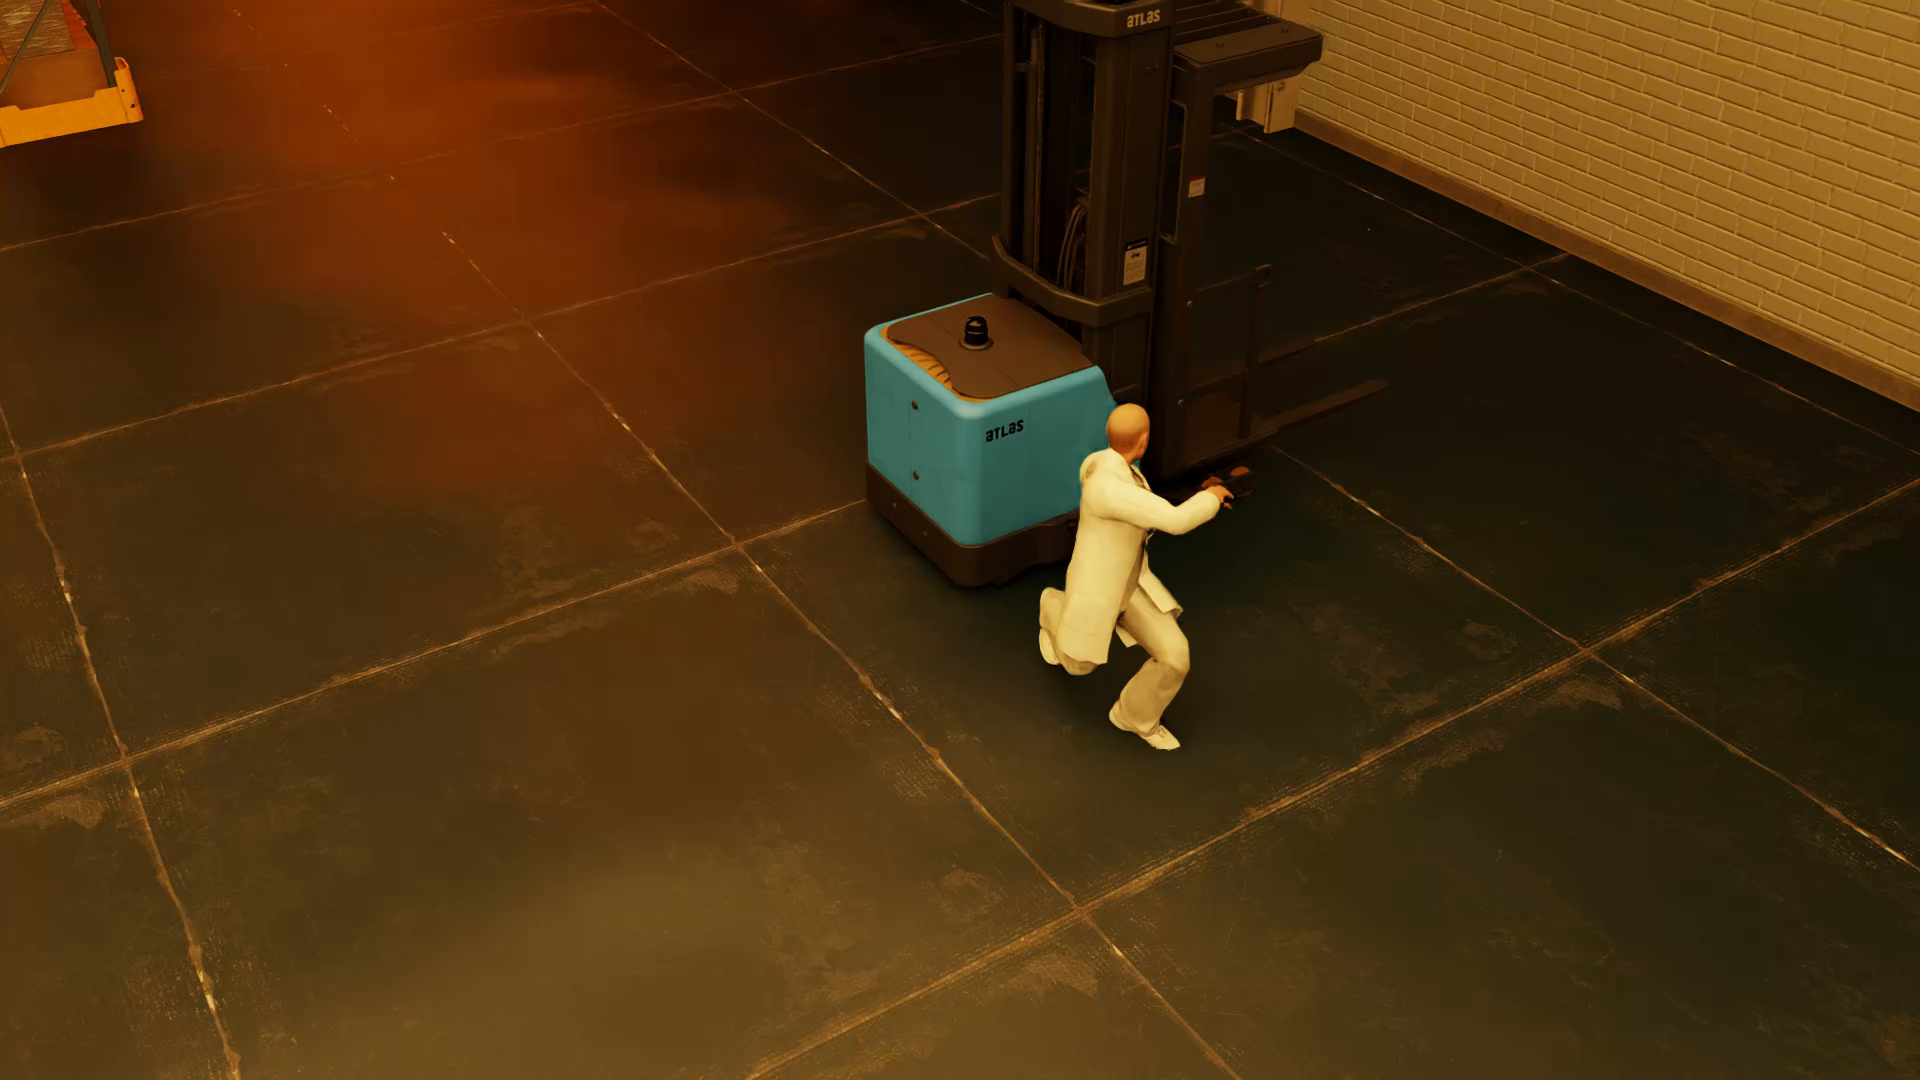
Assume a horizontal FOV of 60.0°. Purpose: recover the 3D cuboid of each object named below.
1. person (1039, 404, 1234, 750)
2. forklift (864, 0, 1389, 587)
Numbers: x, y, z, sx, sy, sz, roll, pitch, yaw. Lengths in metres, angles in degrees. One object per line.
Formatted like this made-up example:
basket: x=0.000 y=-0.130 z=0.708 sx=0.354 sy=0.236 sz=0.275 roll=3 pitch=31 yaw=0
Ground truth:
person: x=0.722 y=0.087 z=7.331 sx=0.780 sy=1.544 sz=1.009 roll=-29 pitch=44 yaw=-34
forklift: x=1.019 y=-1.607 z=8.434 sx=3.031 sy=2.935 sz=1.130 roll=-20 pitch=40 yaw=-26
